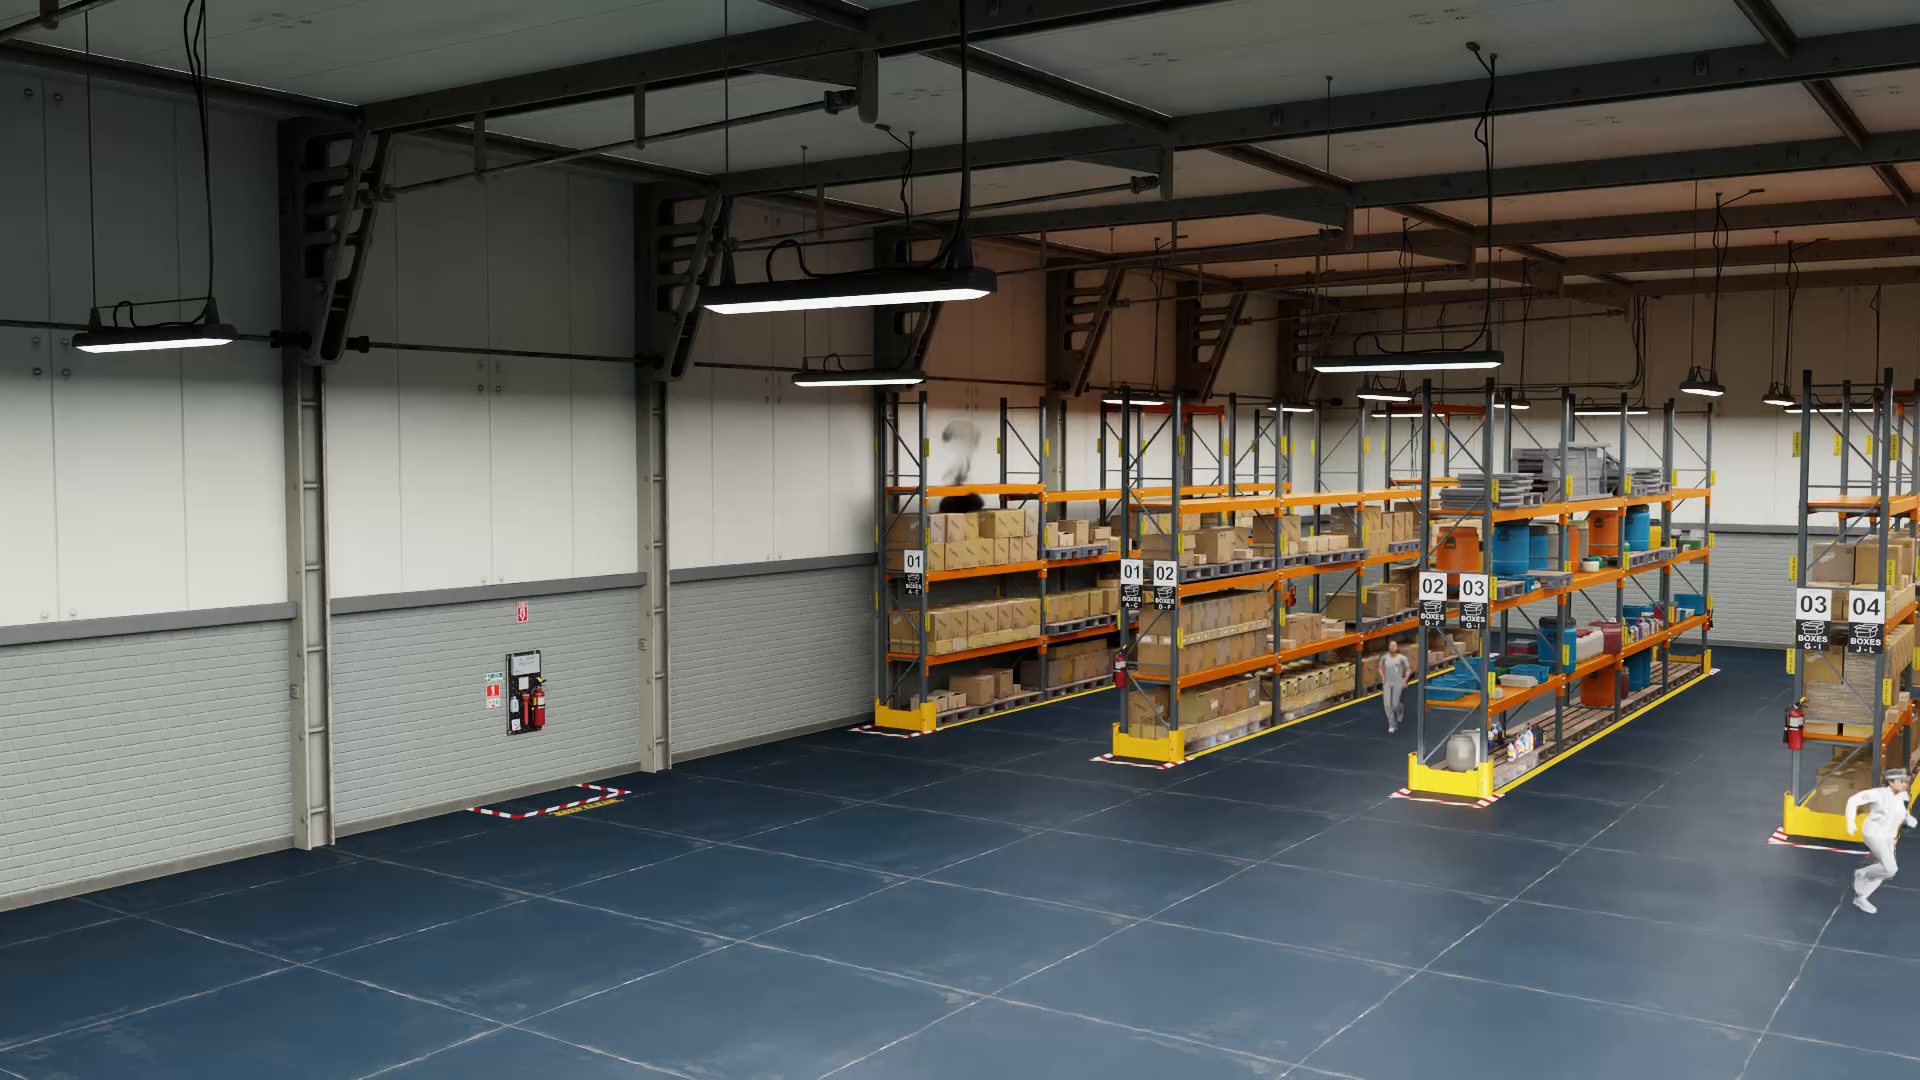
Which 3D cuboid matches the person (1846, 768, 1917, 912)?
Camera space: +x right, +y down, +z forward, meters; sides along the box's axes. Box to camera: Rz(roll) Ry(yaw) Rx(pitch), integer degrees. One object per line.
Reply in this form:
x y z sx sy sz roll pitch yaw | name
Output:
9.911 3.212 17.825 0.590 1.612 0.672 -1 3 -22 | person

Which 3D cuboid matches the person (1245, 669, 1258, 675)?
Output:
5.900 2.273 34.247 0.661 1.682 0.585 3 4 39 | person

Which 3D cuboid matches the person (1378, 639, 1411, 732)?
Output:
7.664 2.566 29.388 0.566 1.630 0.572 2 4 28 | person

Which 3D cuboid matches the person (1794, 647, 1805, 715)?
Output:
15.419 2.507 30.180 0.673 1.729 0.814 2 4 27 | person
